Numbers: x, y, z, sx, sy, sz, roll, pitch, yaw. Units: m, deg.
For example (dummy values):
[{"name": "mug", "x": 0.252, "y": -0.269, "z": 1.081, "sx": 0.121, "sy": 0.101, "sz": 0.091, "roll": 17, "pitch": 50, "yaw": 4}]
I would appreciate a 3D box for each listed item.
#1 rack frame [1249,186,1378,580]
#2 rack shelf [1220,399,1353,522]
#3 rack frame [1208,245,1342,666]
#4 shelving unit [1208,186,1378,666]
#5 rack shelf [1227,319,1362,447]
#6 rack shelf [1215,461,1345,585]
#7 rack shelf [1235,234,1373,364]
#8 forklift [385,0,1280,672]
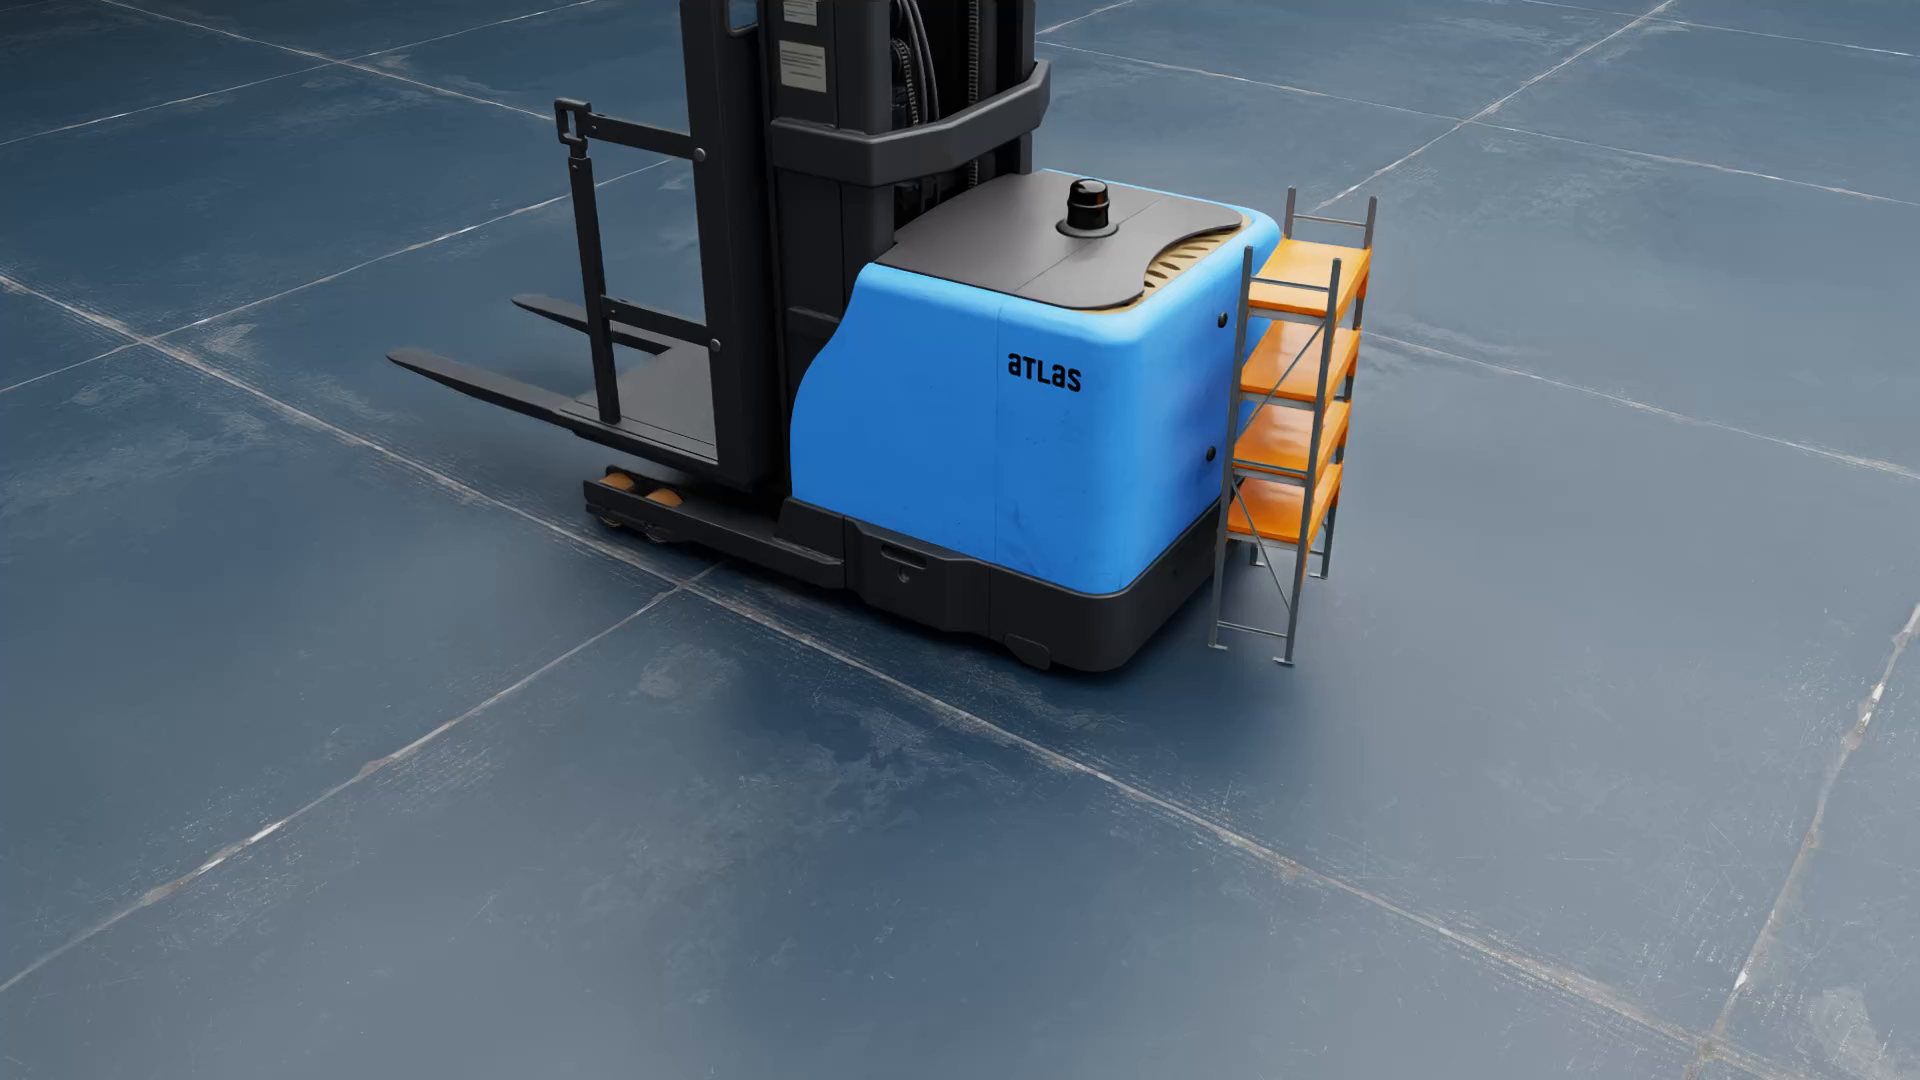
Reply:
[{"name": "rack frame", "x": 1.004, "y": -0.421, "z": 4.783, "sx": 0.240, "sy": 1.200, "sz": 0.015, "roll": 12, "pitch": 33, "yaw": 19}, {"name": "rack shelf", "x": 0.912, "y": -0.248, "z": 4.624, "sx": 0.258, "sy": 0.148, "sz": 0.480, "roll": 12, "pitch": 33, "yaw": 19}, {"name": "rack frame", "x": 0.819, "y": -0.191, "z": 4.395, "sx": 0.240, "sy": 1.200, "sz": 0.015, "roll": 12, "pitch": 33, "yaw": 19}, {"name": "shelving unit", "x": 0.912, "y": -0.306, "z": 4.589, "sx": 0.258, "sy": 1.200, "sz": 0.503, "roll": 12, "pitch": 33, "yaw": 19}, {"name": "rack shelf", "x": 0.912, "y": -0.440, "z": 4.510, "sx": 0.258, "sy": 0.148, "sz": 0.480, "roll": 12, "pitch": 33, "yaw": 19}, {"name": "rack shelf", "x": 0.912, "y": -0.077, "z": 4.725, "sx": 0.258, "sy": 0.148, "sz": 0.480, "roll": 12, "pitch": 33, "yaw": 19}, {"name": "rack shelf", "x": 0.912, "y": -0.644, "z": 4.389, "sx": 0.258, "sy": 0.148, "sz": 0.480, "roll": 12, "pitch": 33, "yaw": 19}, {"name": "forklift", "x": -0.596, "y": -1.461, "z": 4.840, "sx": 3.031, "sy": 2.935, "sz": 1.130, "roll": 18, "pitch": 35, "yaw": 28}]
